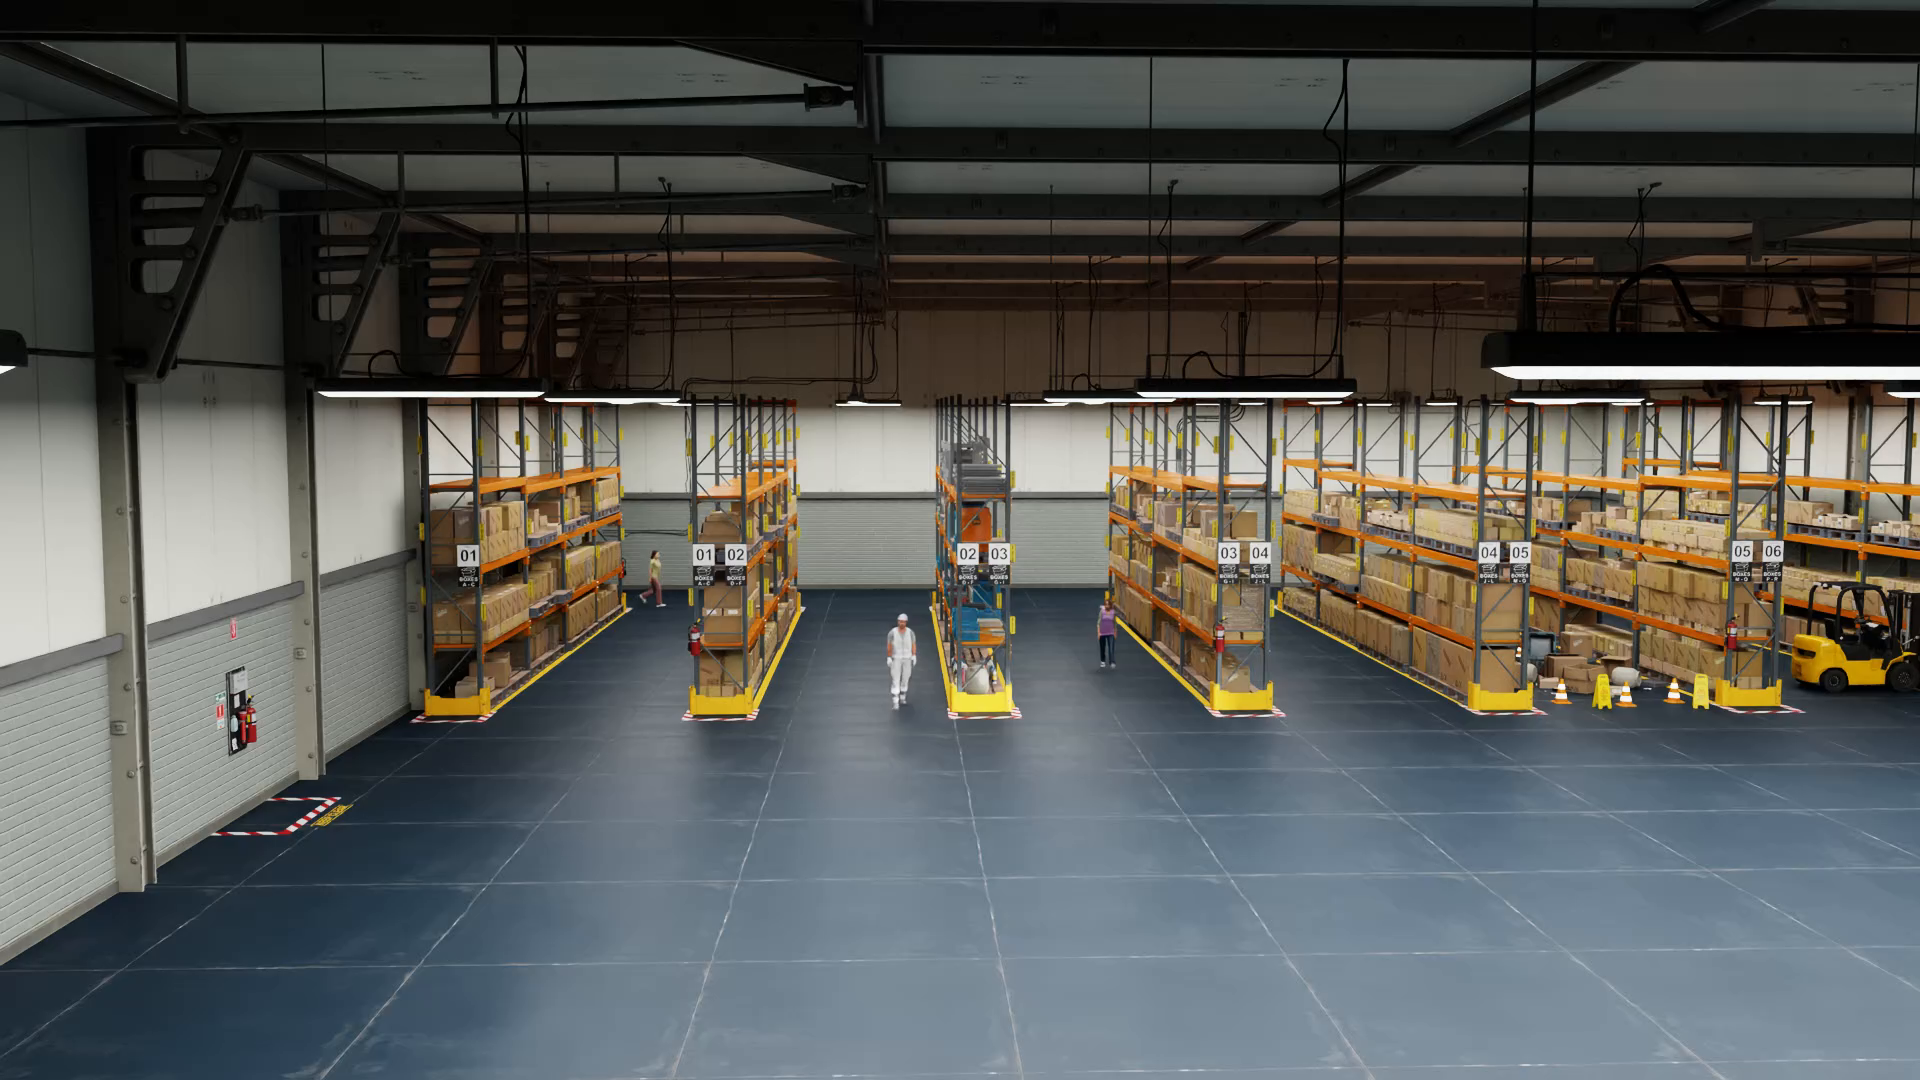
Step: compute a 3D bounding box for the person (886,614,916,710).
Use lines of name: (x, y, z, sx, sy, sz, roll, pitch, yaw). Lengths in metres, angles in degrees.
person: (-1.106, 2.313, 31.947, 0.561, 1.782, 0.745, -1, 5, -17)

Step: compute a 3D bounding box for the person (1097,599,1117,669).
person: (3.227, 2.068, 36.472, 0.448, 1.538, 1.011, 0, 5, 5)

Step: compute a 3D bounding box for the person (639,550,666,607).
person: (-8.903, 1.106, 48.180, 0.853, 1.641, 0.451, 1, 5, 9)

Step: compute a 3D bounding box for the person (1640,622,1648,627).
person: (17.968, 1.509, 43.515, 0.673, 1.592, 0.674, 1, 5, 7)

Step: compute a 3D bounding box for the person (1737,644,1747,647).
person: (16.892, 2.023, 36.038, 0.520, 1.828, 0.563, -1, 5, -7)
